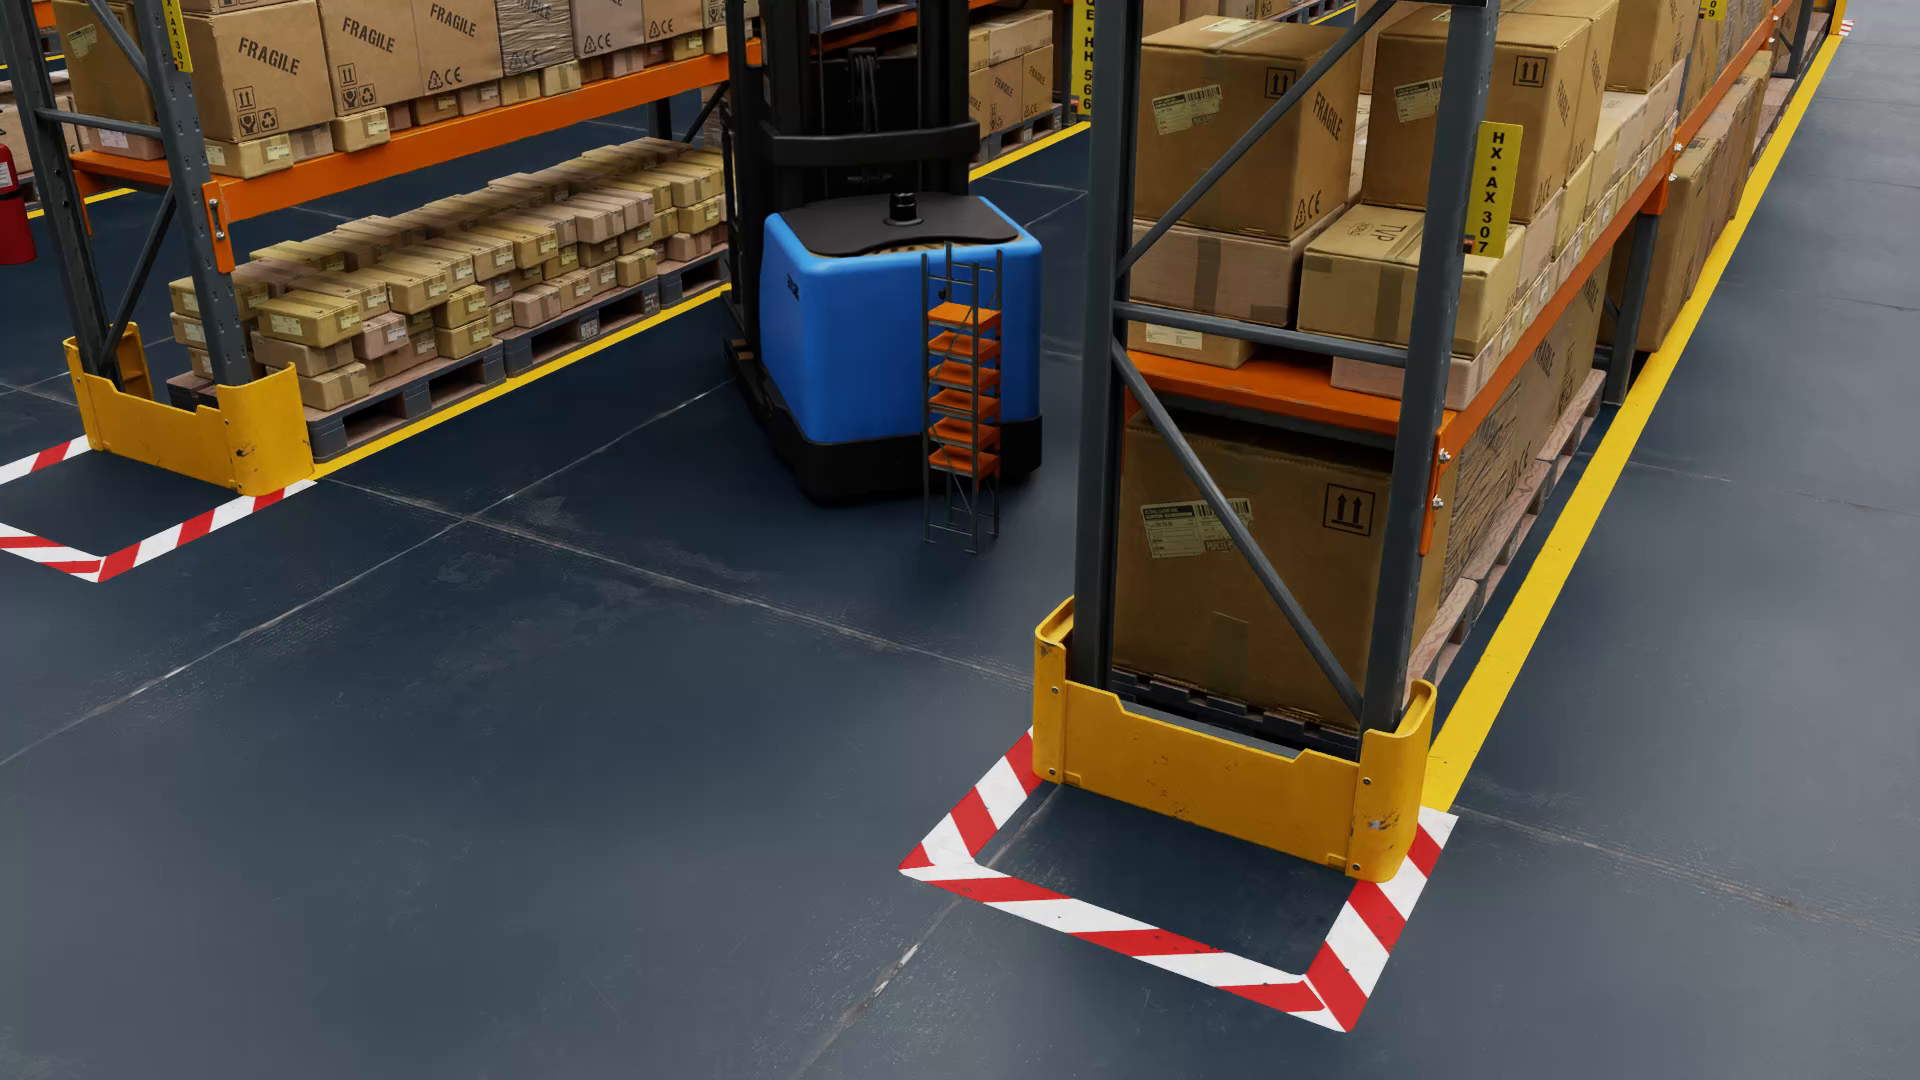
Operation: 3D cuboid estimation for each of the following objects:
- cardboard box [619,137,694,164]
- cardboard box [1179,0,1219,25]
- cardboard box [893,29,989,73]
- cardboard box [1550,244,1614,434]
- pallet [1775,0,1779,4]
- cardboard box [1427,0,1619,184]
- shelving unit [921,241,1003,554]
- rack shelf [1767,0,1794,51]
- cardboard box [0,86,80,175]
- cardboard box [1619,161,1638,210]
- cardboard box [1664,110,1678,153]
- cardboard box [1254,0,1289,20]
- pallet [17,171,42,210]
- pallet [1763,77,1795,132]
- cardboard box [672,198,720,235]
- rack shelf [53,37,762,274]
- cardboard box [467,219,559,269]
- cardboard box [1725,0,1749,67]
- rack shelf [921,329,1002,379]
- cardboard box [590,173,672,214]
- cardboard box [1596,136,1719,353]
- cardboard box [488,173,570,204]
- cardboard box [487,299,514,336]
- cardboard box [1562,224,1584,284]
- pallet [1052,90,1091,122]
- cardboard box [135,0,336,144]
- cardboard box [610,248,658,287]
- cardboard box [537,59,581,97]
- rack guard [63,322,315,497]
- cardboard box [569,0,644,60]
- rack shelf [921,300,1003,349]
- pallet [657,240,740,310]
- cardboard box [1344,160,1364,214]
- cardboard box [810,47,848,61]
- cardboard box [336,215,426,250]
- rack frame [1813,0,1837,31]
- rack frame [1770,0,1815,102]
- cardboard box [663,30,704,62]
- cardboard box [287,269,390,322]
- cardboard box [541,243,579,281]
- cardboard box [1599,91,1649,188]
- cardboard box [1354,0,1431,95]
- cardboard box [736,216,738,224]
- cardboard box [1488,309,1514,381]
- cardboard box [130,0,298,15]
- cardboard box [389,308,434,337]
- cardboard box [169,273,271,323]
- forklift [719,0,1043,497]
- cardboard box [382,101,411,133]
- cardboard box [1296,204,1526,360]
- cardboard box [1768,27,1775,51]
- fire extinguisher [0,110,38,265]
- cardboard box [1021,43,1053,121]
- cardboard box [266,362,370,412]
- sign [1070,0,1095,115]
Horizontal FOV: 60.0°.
[{"bbox_3d":[-1.840,-2.330,10.104,0.380,0.149,0.250,16,31,28],"label":"cardboard box"},{"bbox_3d":[1.741,-4.902,15.236,1.050,0.750,0.750,14,30,26],"label":"cardboard box"},{"bbox_3d":[-0.133,-3.486,11.848,0.500,0.250,0.500,15,30,27],"label":"cardboard box"},{"bbox_3d":[2.384,-1.106,7.513,0.875,0.875,0.875,14,30,26],"label":"cardboard box"},{"bbox_3d":[5.004,-3.882,11.368,1.213,0.211,1.003,14,30,26],"label":"pallet"},{"bbox_3d":[1.778,-1.476,5.345,0.500,0.500,0.500,13,30,25],"label":"cardboard box"},{"bbox_3d":[0.007,-0.542,6.493,0.258,1.200,0.189,14,30,26],"label":"shelving unit"},{"bbox_3d":[5.730,-4.124,12.442,1.077,0.370,4.000,14,30,26],"label":"rack shelf"},{"bbox_3d":[-6.691,-2.762,11.310,0.875,0.438,0.875,13,29,25],"label":"cardboard box"},{"bbox_3d":[2.408,-1.403,6.483,0.380,0.149,0.250,15,30,27],"label":"cardboard box"},{"bbox_3d":[2.914,-1.805,7.284,0.380,0.149,0.250,14,30,26],"label":"cardboard box"},{"bbox_3d":[2.816,-5.825,16.939,0.875,0.875,0.875,15,30,27],"label":"cardboard box"},{"bbox_3d":[-6.891,-2.287,11.082,1.003,0.211,1.213,14,30,26],"label":"pallet"},{"bbox_3d":[6.332,-3.675,13.855,1.003,0.211,1.213,14,30,26],"label":"pallet"},{"bbox_3d":[-1.607,-1.876,9.530,0.380,0.149,0.250,13,29,24],"label":"cardboard box"},{"bbox_3d":[-2.474,-2.138,8.474,1.077,0.370,4.000,14,30,26],"label":"rack shelf"},{"bbox_3d":[-2.274,-1.506,8.459,0.380,0.149,0.250,15,30,27],"label":"cardboard box"},{"bbox_3d":[3.965,-2.870,9.021,0.500,0.500,0.500,15,30,27],"label":"cardboard box"},{"bbox_3d":[0.007,-0.717,6.405,0.258,0.103,0.180,14,30,26],"label":"rack shelf"},{"bbox_3d":[-1.841,-1.932,9.309,0.380,0.149,0.250,15,30,28],"label":"cardboard box"},{"bbox_3d":[3.076,-1.599,8.498,1.225,0.875,0.875,14,30,26],"label":"cardboard box"},{"bbox_3d":[-2.413,-1.938,9.322,0.380,0.149,0.250,15,30,27],"label":"cardboard box"},{"bbox_3d":[-2.484,-1.141,8.395,0.380,0.149,0.250,14,30,26],"label":"cardboard box"},{"bbox_3d":[1.903,-1.004,5.685,0.380,0.149,0.250,14,30,26],"label":"cardboard box"},{"bbox_3d":[0.931,-3.842,14.189,1.003,0.211,1.213,14,30,26],"label":"pallet"},{"bbox_3d":[-2.996,-1.972,6.895,0.500,0.500,0.500,16,31,28],"label":"cardboard box"},{"bbox_3d":[-1.895,-1.521,9.153,0.380,0.149,0.250,14,30,26],"label":"cardboard box"},{"bbox_3d":[-2.133,-2.339,8.352,0.380,0.149,0.250,15,30,27],"label":"cardboard box"},{"bbox_3d":[-3.420,-0.592,7.375,1.175,0.500,0.348,14,30,26],"label":"rack guard"},{"bbox_3d":[-1.984,-2.771,8.490,0.500,0.500,0.500,14,30,26],"label":"cardboard box"},{"bbox_3d":[0.007,-0.824,6.351,0.258,0.103,0.180,14,30,26],"label":"rack shelf"},{"bbox_3d":[-1.790,-1.723,9.956,1.003,0.211,1.213,14,30,26],"label":"pallet"},{"bbox_3d":[1.068,-1.060,5.351,0.500,0.250,0.500,14,30,25],"label":"cardboard box"},{"bbox_3d":[-1.079,-3.188,11.253,0.500,0.250,0.500,16,31,28],"label":"cardboard box"},{"bbox_3d":[-2.961,-1.540,8.526,0.380,0.149,0.250,15,30,28],"label":"cardboard box"},{"bbox_3d":[8.682,-6.784,16.952,1.000,3.000,0.127,14,30,26],"label":"rack frame"},{"bbox_3d":[6.714,-5.226,13.838,1.000,3.000,0.127,14,30,26],"label":"rack frame"},{"bbox_3d":[-1.642,-2.749,9.171,0.380,0.149,0.250,15,30,28],"label":"cardboard box"},{"bbox_3d":[-2.873,-1.123,7.693,0.380,0.149,0.250,15,30,27],"label":"cardboard box"},{"bbox_3d":[-2.242,-1.502,8.782,0.380,0.149,0.250,16,31,28],"label":"cardboard box"},{"bbox_3d":[2.287,-1.543,6.316,0.500,0.250,0.500,15,30,27],"label":"cardboard box"},{"bbox_3d":[1.820,-1.985,6.361,0.500,0.500,0.500,13,29,25],"label":"cardboard box"},{"bbox_3d":[-1.386,-1.925,9.959,0.380,0.149,0.250,15,30,27],"label":"cardboard box"},{"bbox_3d":[1.398,-0.603,4.883,0.380,0.149,0.250,14,30,25],"label":"cardboard box"},{"bbox_3d":[-3.006,-2.422,6.676,0.500,0.500,0.500,14,30,26],"label":"cardboard box"},{"bbox_3d":[-2.749,-1.083,7.947,0.380,0.149,0.250,15,30,27],"label":"cardboard box"},{"bbox_3d":[-3.418,-1.122,7.691,0.380,0.149,0.250,15,30,27],"label":"cardboard box"},{"bbox_3d":[-0.567,-2.130,7.732,1.130,2.935,3.031,-8,28,-15],"label":"forklift"},{"bbox_3d":[-2.737,-1.955,7.585,0.380,0.149,0.250,16,31,28],"label":"cardboard box"},{"bbox_3d":[1.282,-0.742,4.717,0.500,0.250,0.500,13,30,25],"label":"cardboard box"},{"bbox_3d":[6.142,-3.888,13.467,0.700,0.500,0.500,14,30,26],"label":"cardboard box"},{"bbox_3d":[-3.983,-1.483,6.864,0.296,0.674,0.183,14,30,26],"label":"fire extinguisher"},{"bbox_3d":[0.382,-3.554,12.823,0.500,0.500,0.500,14,30,26],"label":"cardboard box"},{"bbox_3d":[-2.921,-0.727,7.567,0.380,0.149,0.250,15,30,27],"label":"cardboard box"},{"bbox_3d":[0.345,-1.298,4.433,0.100,0.325,0.005,14,30,26],"label":"sign"}]
